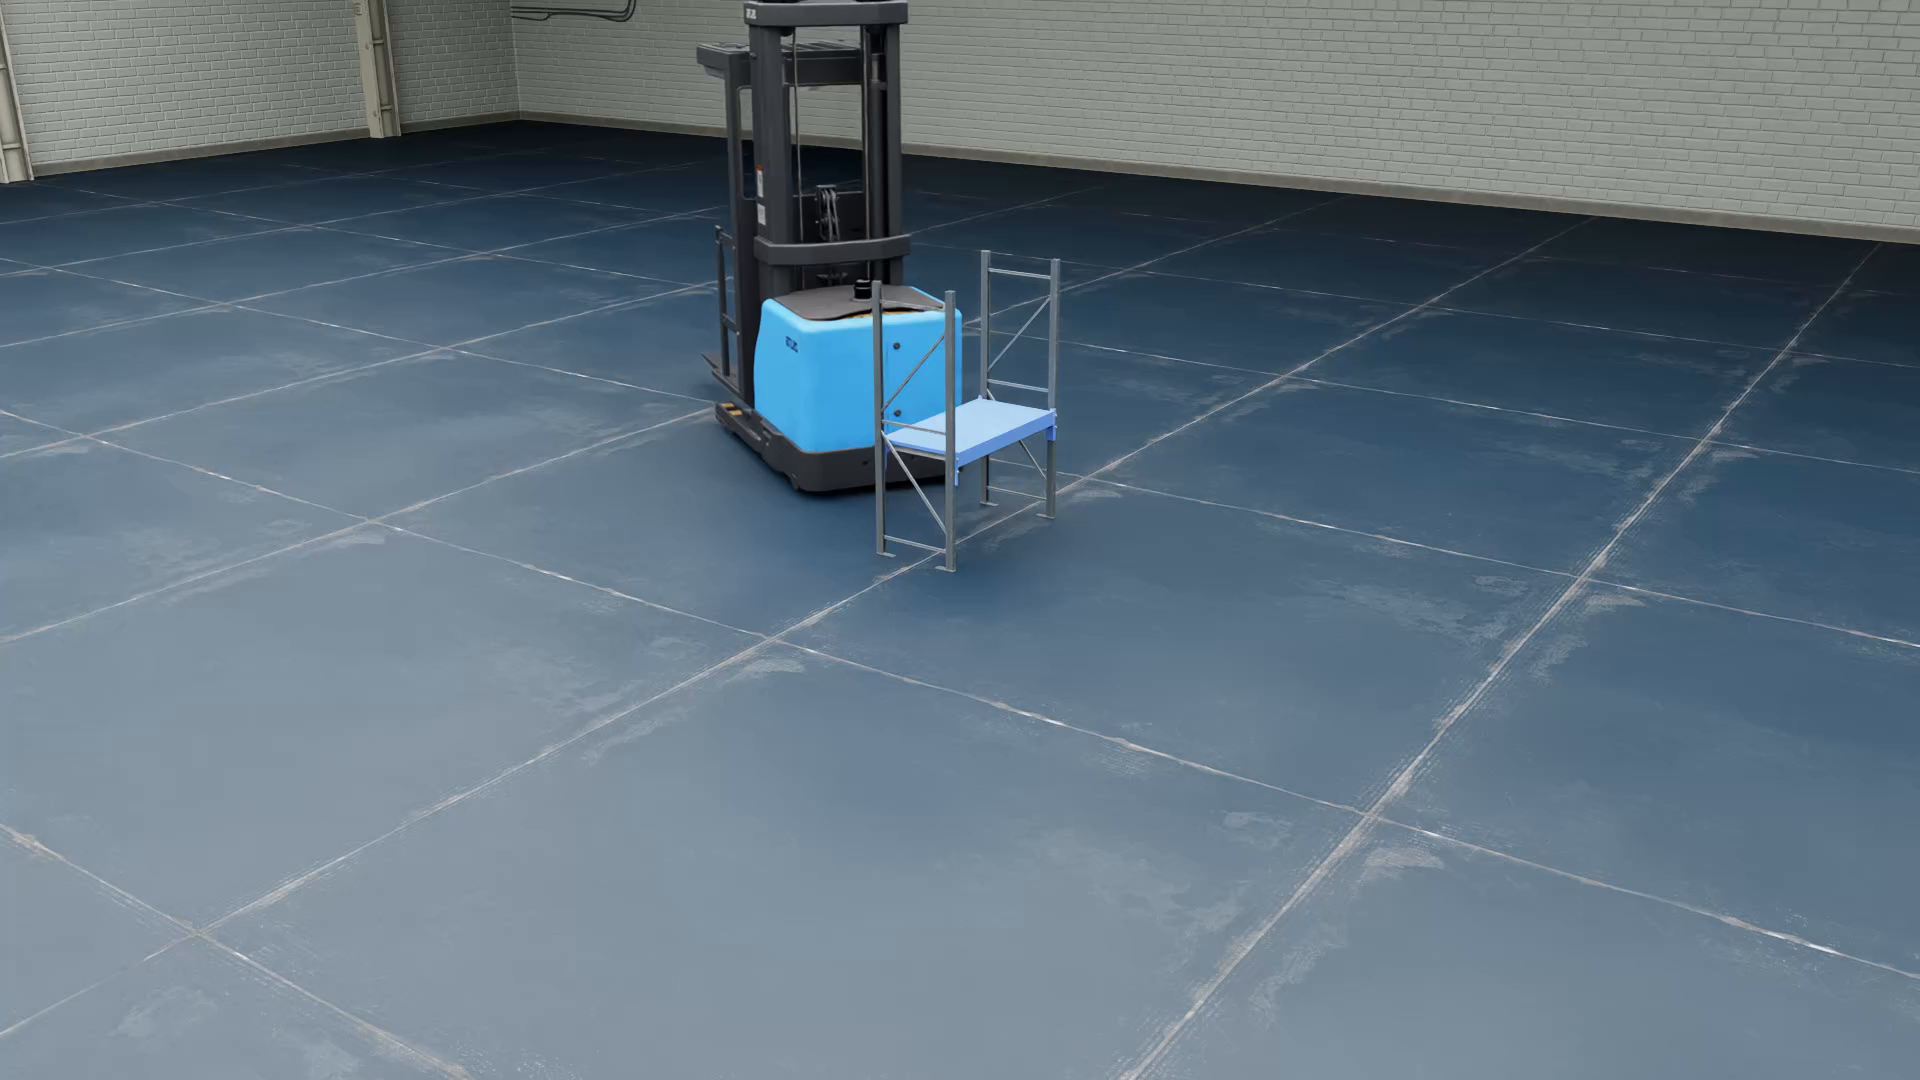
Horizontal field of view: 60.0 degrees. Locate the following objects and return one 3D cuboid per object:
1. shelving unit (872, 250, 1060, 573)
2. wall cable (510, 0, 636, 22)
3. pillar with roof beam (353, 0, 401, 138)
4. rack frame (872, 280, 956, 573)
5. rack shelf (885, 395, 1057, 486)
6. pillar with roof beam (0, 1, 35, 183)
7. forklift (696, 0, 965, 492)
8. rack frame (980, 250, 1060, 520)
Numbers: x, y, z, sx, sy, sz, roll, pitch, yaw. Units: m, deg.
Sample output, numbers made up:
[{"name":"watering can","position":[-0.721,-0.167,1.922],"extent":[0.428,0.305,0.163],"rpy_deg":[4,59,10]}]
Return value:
[{"name":"shelving unit","position":[0.048,-0.728,9.071],"extent":[0.538,1.500,1.048],"rpy_deg":[13,24,32]},{"name":"wall cable","position":[-6.562,-9.892,27.513],"extent":[3.097,2.526,0.112],"rpy_deg":[13,24,32]},{"name":"pillar with roof beam","position":[-5.751,-9.922,23.117],"extent":[9.100,9.000,0.400],"rpy_deg":[13,24,32]},{"name":"rack frame","position":[-0.238,-0.582,8.677],"extent":[0.500,1.500,0.032],"rpy_deg":[13,24,32]},{"name":"rack shelf","position":[0.048,-0.559,9.133],"extent":[0.538,0.185,1.000],"rpy_deg":[13,24,32]},{"name":"pillar with roof beam","position":[-9.124,-8.200,18.463],"extent":[9.100,9.000,0.400],"rpy_deg":[13,24,32]},{"name":"forklift","position":[-1.019,-2.134,10.809],"extent":[1.130,2.935,3.031],"rpy_deg":[-8,22,-22]},{"name":"rack frame","position":[0.334,-0.874,9.465],"extent":[0.500,1.500,0.032],"rpy_deg":[13,24,32]}]
